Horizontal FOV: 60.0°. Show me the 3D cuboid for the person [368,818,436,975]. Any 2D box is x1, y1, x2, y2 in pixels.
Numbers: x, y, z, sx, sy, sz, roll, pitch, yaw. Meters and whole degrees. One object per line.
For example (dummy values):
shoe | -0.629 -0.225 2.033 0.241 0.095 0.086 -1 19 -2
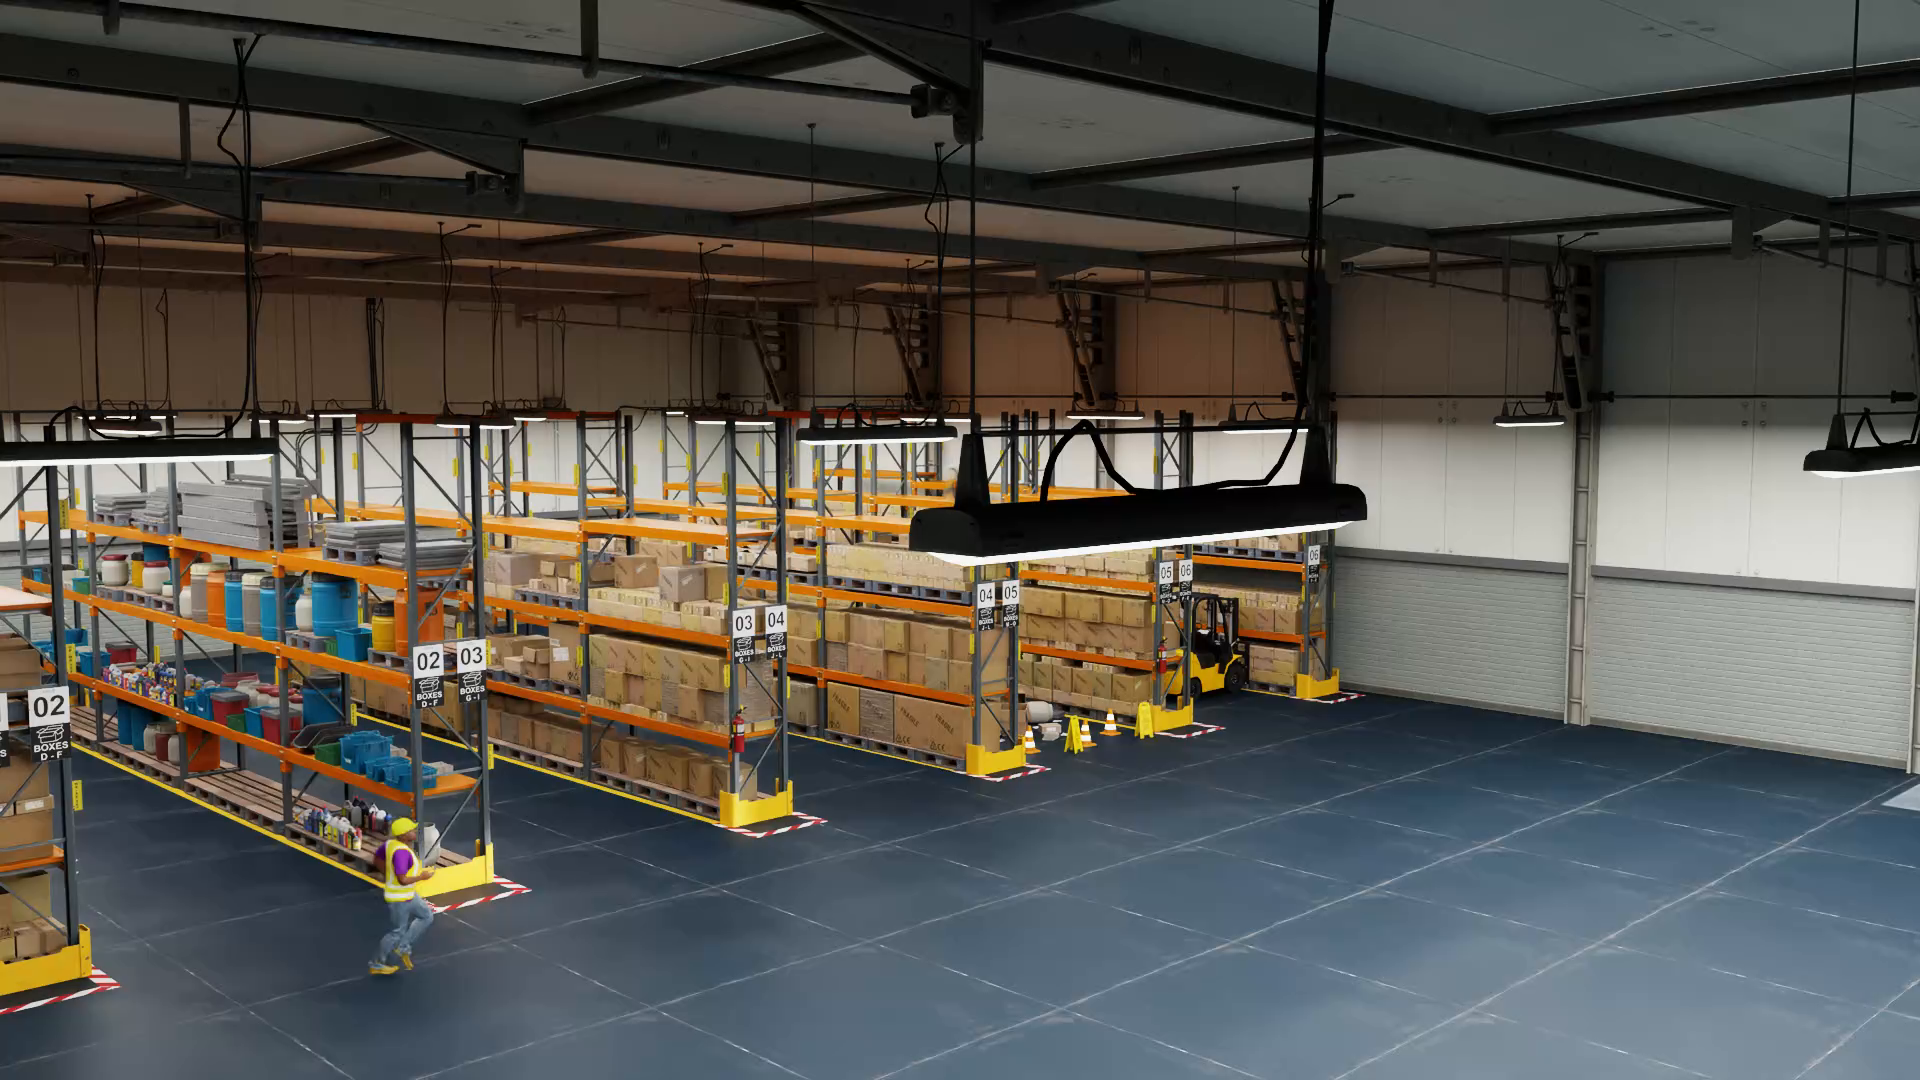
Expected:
person | -6.083 3.885 18.111 0.724 1.746 0.684 -2 5 -19
